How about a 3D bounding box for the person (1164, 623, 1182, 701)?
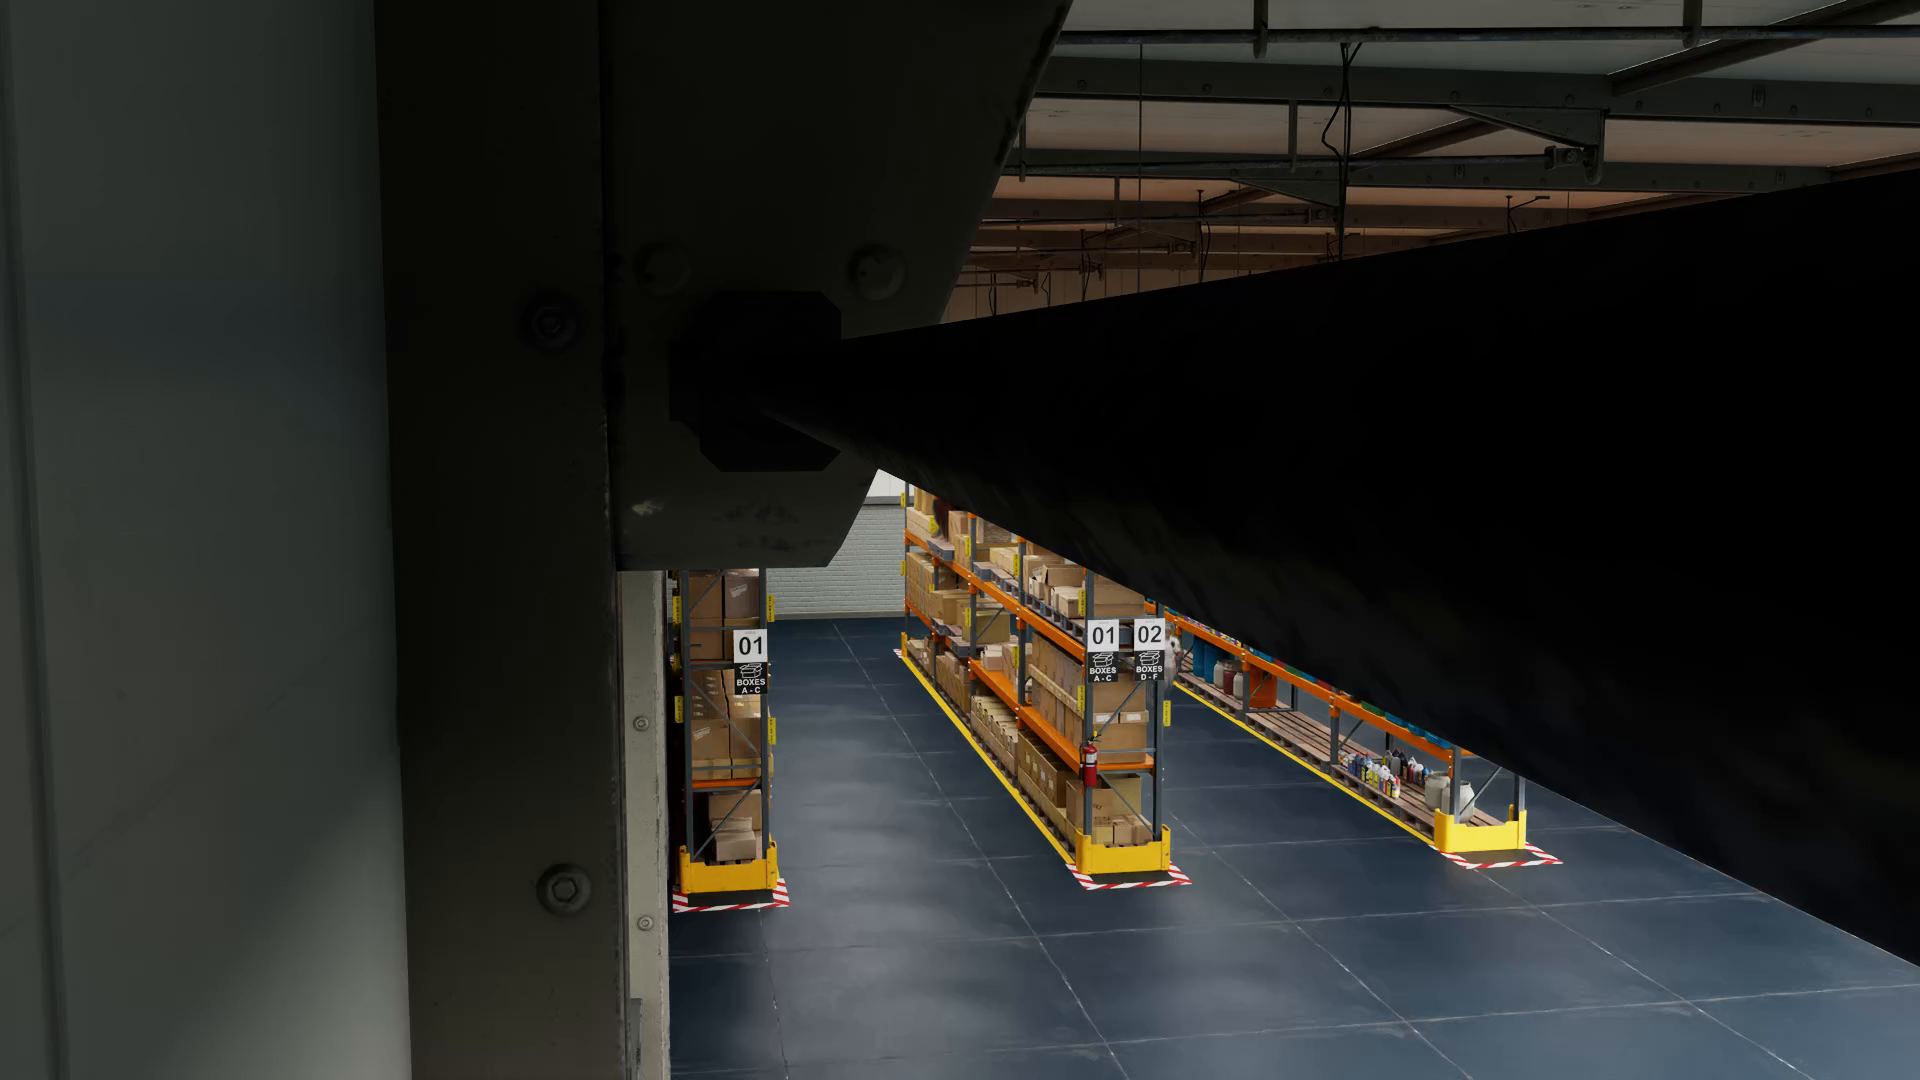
[{"bbox_3d":[3.778,2.356,30.387,0.531,1.715,0.667,-1,6,-6],"label":"person"}]
